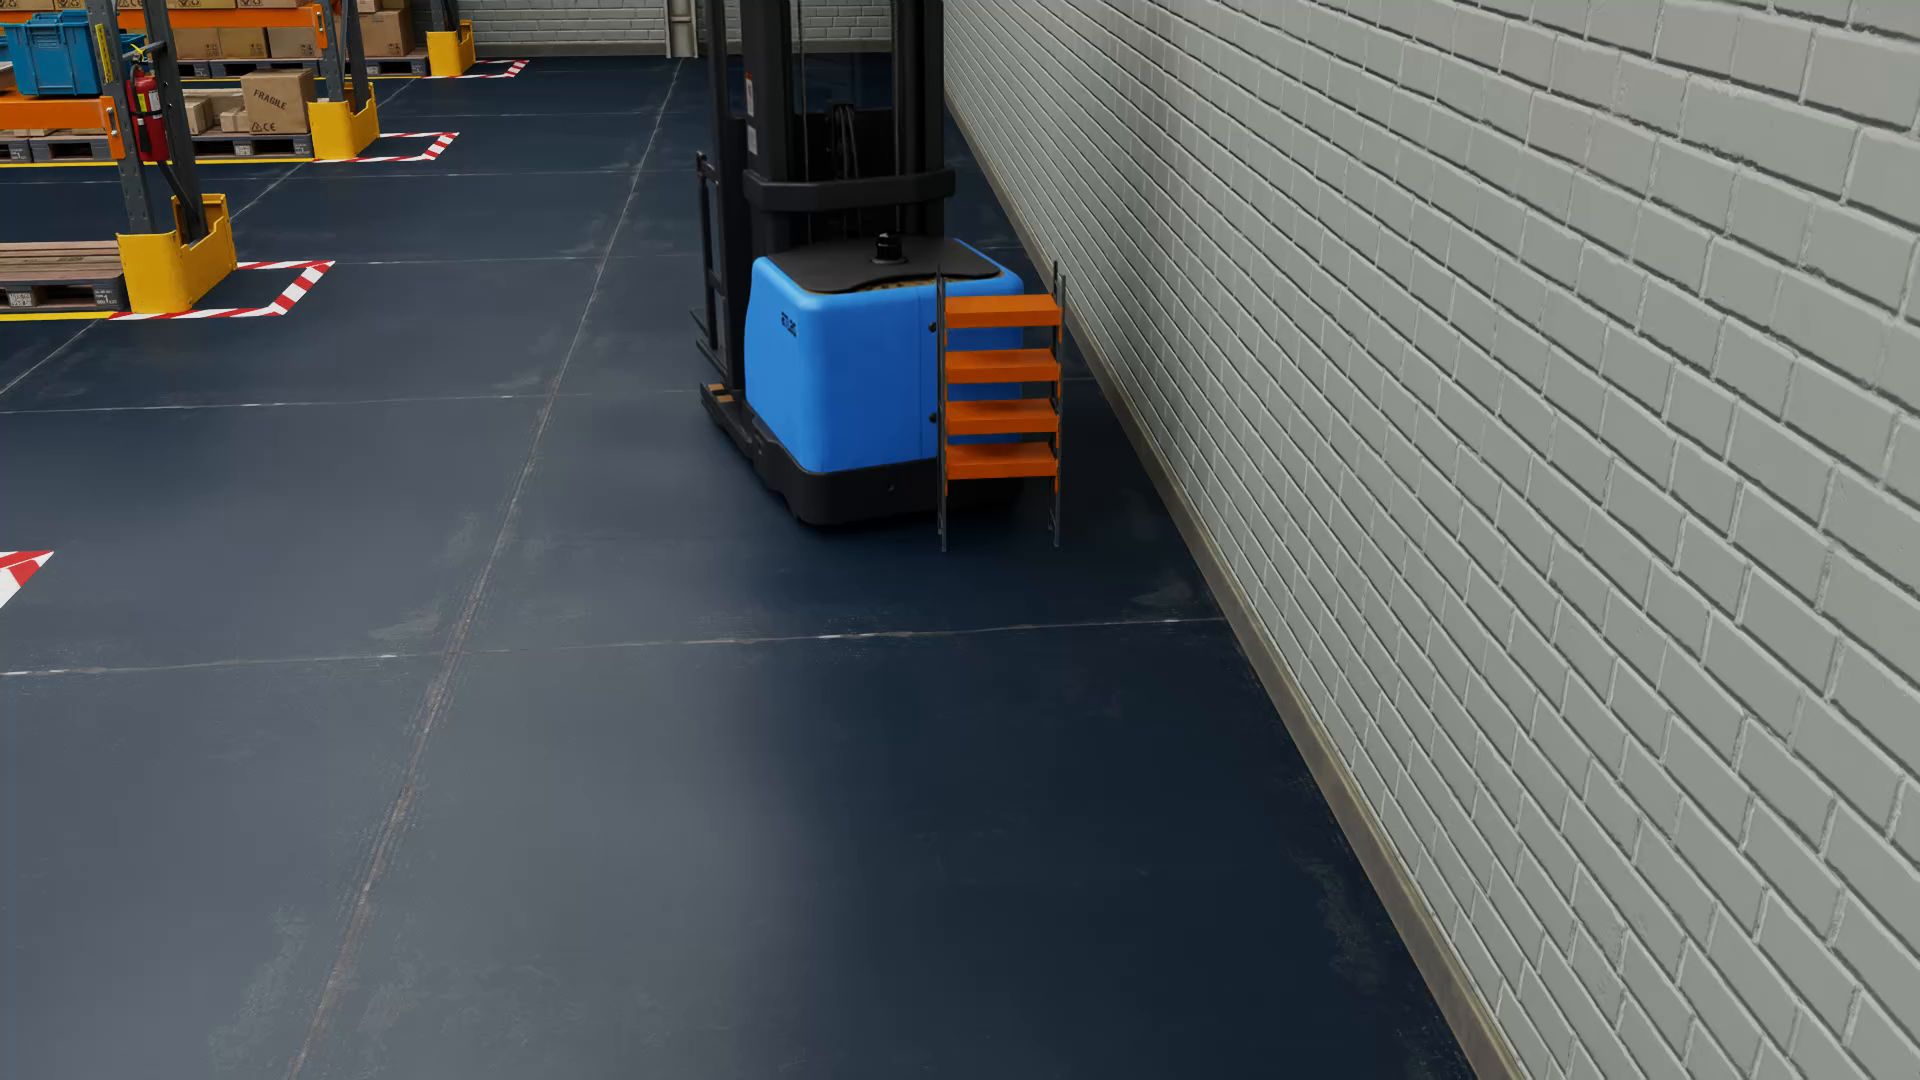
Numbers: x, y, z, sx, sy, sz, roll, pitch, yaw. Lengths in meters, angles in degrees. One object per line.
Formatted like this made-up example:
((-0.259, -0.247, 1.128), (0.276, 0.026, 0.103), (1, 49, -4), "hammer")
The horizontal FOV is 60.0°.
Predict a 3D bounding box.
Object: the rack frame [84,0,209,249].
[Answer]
((-5.125, -3.023, 10.358), (0.127, 3.000, 1.000), (-2, 24, -5), "rack frame")

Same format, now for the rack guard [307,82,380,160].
((-5.683, -3.880, 15.364), (0.348, 0.500, 1.175), (-2, 24, -5), "rack guard")

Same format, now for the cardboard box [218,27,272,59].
((-8.314, -5.944, 19.491), (0.500, 0.500, 0.700), (-2, 24, -4), "cardboard box")

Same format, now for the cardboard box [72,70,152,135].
((-7.719, -4.003, 15.095), (0.637, 0.503, 0.797), (-2, 24, -5), "cardboard box")

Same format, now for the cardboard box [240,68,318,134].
((-6.125, -3.963, 15.009), (0.500, 0.500, 0.500), (-2, 24, -5), "cardboard box")

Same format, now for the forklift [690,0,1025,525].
((-0.716, -1.975, 8.084), (1.130, 2.935, 3.031), (-9, 26, -19), "forklift")

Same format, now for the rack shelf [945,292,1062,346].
((0.165, -0.914, 6.862), (0.480, 0.148, 0.258), (-2, 24, -5), "rack shelf")

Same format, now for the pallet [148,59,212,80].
((-9.315, -5.592, 19.572), (1.213, 0.211, 1.003), (-2, 24, -5), "pallet")

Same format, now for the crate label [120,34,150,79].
((-5.403, -3.097, 10.658), (0.303, 0.233, 0.416), (-2, 24, -5), "crate label")

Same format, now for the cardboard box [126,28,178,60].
((-9.325, -5.906, 19.405), (0.500, 0.500, 0.700), (-2, 24, -4), "cardboard box")

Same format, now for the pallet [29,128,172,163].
((-7.688, -3.668, 15.244), (1.213, 0.211, 1.003), (-2, 24, -5), "pallet")

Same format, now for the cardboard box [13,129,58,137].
((-8.290, -3.740, 14.918), (0.250, 0.166, 0.380), (-2, 24, -5), "cardboard box")

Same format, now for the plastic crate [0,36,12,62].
((-6.058, -3.071, 10.598), (0.300, 0.233, 0.416), (-2, 24, -5), "plastic crate")

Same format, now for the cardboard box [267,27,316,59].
((-7.784, -5.968, 19.546), (0.500, 0.500, 0.700), (-3, 24, -7), "cardboard box")

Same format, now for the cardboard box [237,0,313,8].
((-6.027, -4.943, 14.555), (0.500, 0.500, 0.500), (-2, 24, -4), "cardboard box")

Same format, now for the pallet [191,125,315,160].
((-6.477, -3.716, 15.350), (1.213, 0.211, 1.003), (-2, 24, -5), "pallet")

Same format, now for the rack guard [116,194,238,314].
((-5.102, -1.887, 10.880), (0.348, 0.500, 1.175), (-2, 24, -5), "rack guard")

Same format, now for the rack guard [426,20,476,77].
((-6.075, -5.886, 19.878), (0.348, 0.500, 1.175), (-2, 24, -5), "rack guard")

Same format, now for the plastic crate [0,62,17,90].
((-5.918, -2.824, 10.162), (0.243, 0.136, 0.396), (-2, 24, -5), "plastic crate")

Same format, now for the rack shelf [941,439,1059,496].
((0.165, -0.312, 7.129), (0.480, 0.148, 0.258), (-2, 24, -5), "rack shelf")

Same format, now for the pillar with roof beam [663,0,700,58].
((-3.073, -8.486, 15.263), (0.400, 9.000, 9.100), (-2, 24, -5), "pillar with roof beam")

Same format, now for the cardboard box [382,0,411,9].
((-6.680, -6.391, 19.698), (0.250, 0.149, 0.380), (-2, 24, -5), "cardboard box")

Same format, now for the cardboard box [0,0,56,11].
((-8.047, -4.862, 14.373), (0.500, 0.500, 0.500), (-2, 24, -5), "cardboard box")

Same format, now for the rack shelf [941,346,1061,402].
((0.165, -0.698, 6.958), (0.480, 0.148, 0.258), (-2, 24, -5), "rack shelf")

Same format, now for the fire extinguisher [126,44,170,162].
((-4.930, -2.640, 10.050), (0.183, 0.674, 0.296), (-2, 24, -5), "fire extinguisher")

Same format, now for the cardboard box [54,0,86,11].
((-7.541, -4.883, 14.421), (0.500, 0.500, 0.500), (-3, 24, -6), "cardboard box")

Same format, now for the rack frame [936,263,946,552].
((-0.078, -0.545, 6.999), (0.015, 1.200, 0.240), (-2, 24, -5), "rack frame")

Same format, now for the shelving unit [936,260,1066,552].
((0.165, -0.555, 7.021), (0.503, 1.200, 0.258), (-2, 24, -5), "shelving unit")

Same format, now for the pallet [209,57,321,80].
((-8.098, -5.642, 19.684), (1.213, 0.211, 1.003), (-2, 24, -5), "pallet")

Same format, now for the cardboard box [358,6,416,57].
((-6.785, -6.009, 19.636), (0.500, 0.500, 0.700), (-2, 24, -5), "cardboard box")

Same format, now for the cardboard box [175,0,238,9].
((-6.543, -4.921, 14.505), (0.500, 0.500, 0.500), (-2, 24, -5), "cardboard box")

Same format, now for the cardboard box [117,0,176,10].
((-7.040, -4.903, 14.466), (0.500, 0.500, 0.500), (-2, 24, -5), "cardboard box")

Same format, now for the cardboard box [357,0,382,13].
((-6.895, -6.226, 19.327), (0.250, 0.149, 0.380), (-3, 24, -6), "cardboard box")

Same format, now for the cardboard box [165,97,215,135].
((-7.073, -3.823, 15.002), (0.500, 0.250, 0.500), (-2, 24, -5), "cardboard box")

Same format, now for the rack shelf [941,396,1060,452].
((0.165, -0.493, 7.048), (0.480, 0.148, 0.258), (-2, 24, -5), "rack shelf")

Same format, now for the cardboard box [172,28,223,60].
((-8.825, -5.925, 19.447), (0.500, 0.500, 0.700), (-3, 24, -6), "cardboard box")

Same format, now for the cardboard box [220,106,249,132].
((-6.537, -3.831, 15.122), (0.250, 0.166, 0.380), (-2, 24, -5), "cardboard box")

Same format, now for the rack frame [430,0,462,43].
((-6.098, -7.028, 19.368), (0.127, 3.000, 1.000), (-2, 24, -5), "rack frame")

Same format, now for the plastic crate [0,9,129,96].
((-5.440, -2.978, 10.139), (0.499, 0.435, 0.616), (-2, 24, -5), "plastic crate")

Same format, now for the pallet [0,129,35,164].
((-8.905, -3.618, 15.131), (1.213, 0.211, 1.003), (-2, 24, -5), "pallet")

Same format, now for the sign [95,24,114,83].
((-5.054, -2.876, 9.827), (0.005, 0.325, 0.100), (-2, 24, -5), "sign")

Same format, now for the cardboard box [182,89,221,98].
((-7.172, -4.023, 15.452), (0.500, 0.250, 0.500), (-2, 24, -5), "cardboard box")

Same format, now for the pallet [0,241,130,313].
((-5.949, -1.732, 10.886), (1.213, 0.211, 1.003), (-2, 24, -5), "pallet")

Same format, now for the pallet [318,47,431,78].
((-6.886, -5.690, 19.791), (1.213, 0.211, 1.003), (-2, 24, -5), "pallet")

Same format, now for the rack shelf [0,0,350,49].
((-7.598, -4.617, 14.830), (4.000, 0.370, 1.077), (-2, 24, -5), "rack shelf")

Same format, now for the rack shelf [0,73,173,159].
((-7.115, -2.615, 10.325), (4.000, 0.370, 1.077), (-2, 24, -5), "rack shelf")

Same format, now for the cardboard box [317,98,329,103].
((-6.058, -4.046, 15.628), (0.250, 0.149, 0.380), (-2, 24, -5), "cardboard box")

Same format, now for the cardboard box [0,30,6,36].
((-10.713, -5.999, 19.183), (0.750, 0.750, 0.750), (-2, 24, -5), "cardboard box")

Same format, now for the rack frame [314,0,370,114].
((-5.608, -5.025, 14.863), (0.127, 3.000, 1.000), (-2, 24, -5), "rack frame")

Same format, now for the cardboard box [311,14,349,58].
((-7.283, -5.989, 19.591), (0.500, 0.500, 0.700), (-2, 24, -5), "cardboard box")

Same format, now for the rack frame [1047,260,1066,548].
((0.408, -0.565, 7.043), (0.015, 1.200, 0.240), (-2, 24, -5), "rack frame")

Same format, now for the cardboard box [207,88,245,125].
((-6.674, -4.043, 15.497), (0.500, 0.250, 0.500), (-2, 24, -5), "cardboard box")
